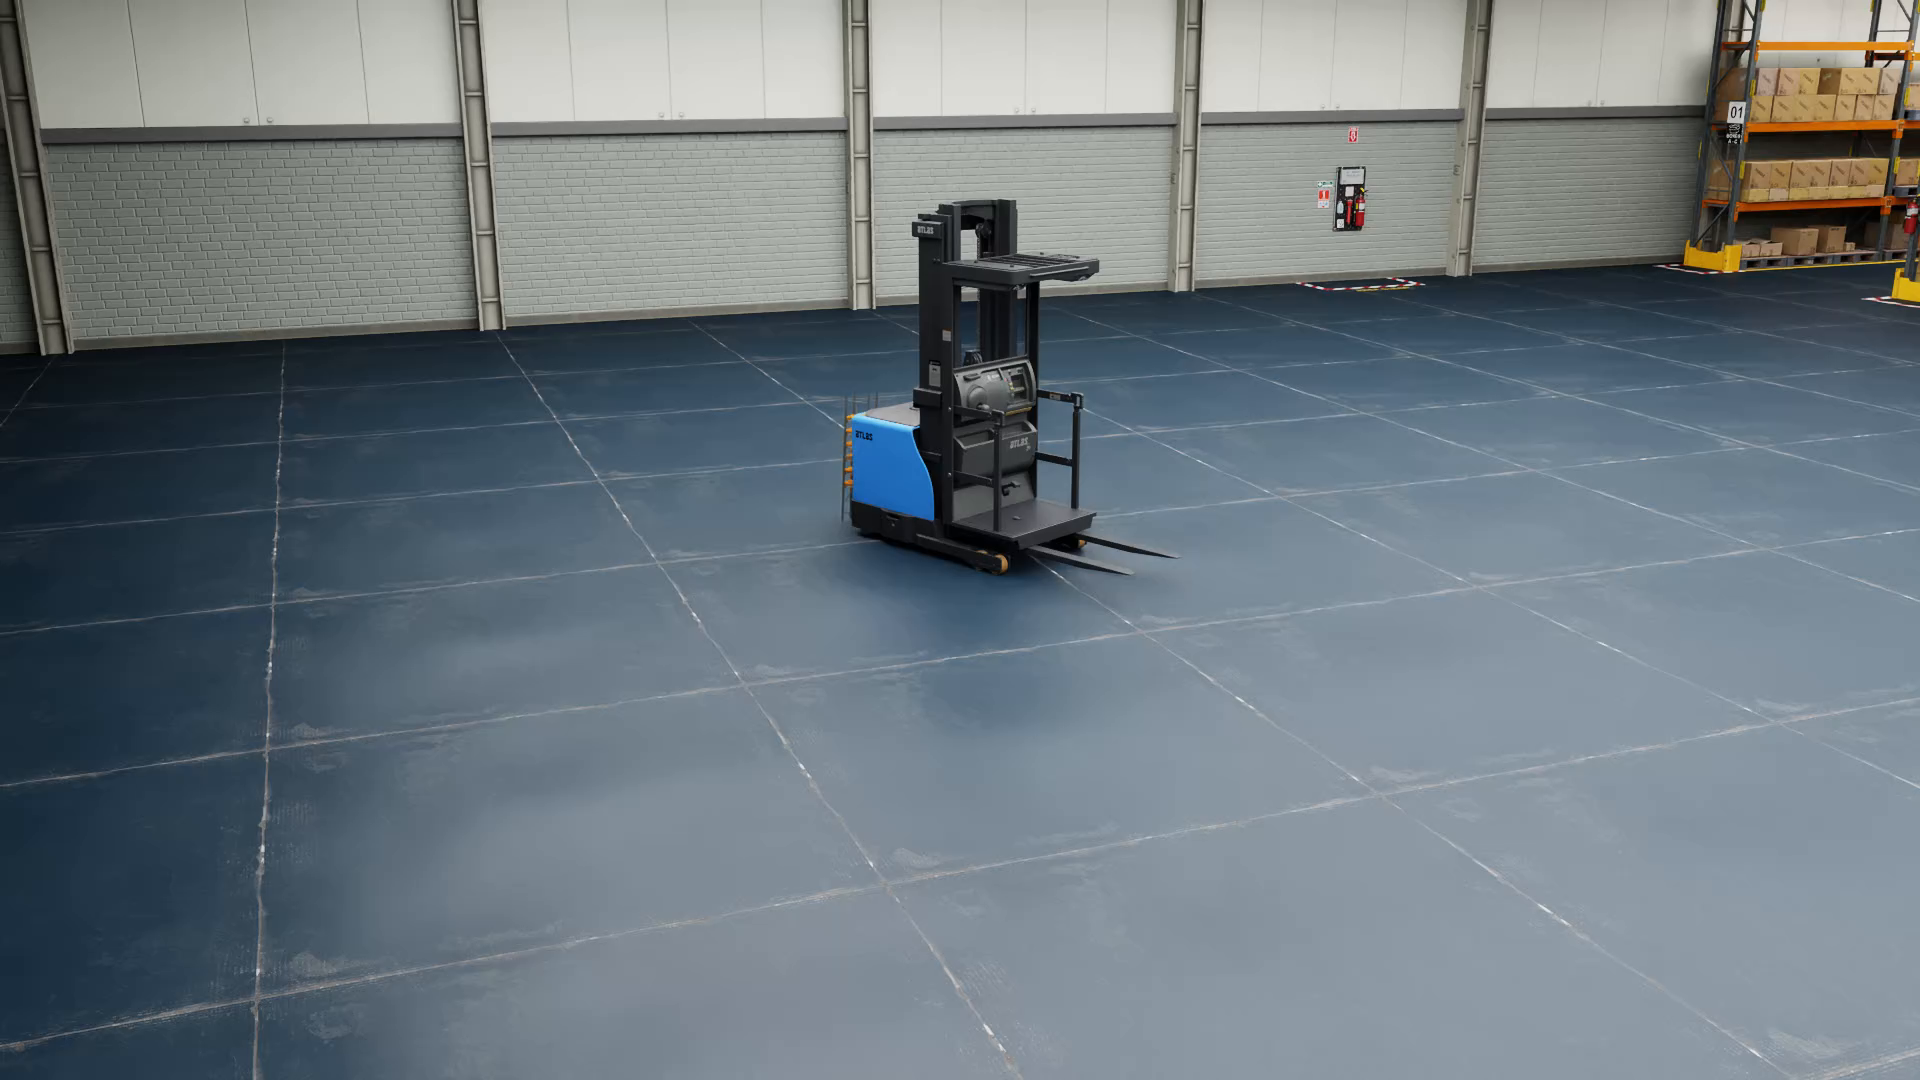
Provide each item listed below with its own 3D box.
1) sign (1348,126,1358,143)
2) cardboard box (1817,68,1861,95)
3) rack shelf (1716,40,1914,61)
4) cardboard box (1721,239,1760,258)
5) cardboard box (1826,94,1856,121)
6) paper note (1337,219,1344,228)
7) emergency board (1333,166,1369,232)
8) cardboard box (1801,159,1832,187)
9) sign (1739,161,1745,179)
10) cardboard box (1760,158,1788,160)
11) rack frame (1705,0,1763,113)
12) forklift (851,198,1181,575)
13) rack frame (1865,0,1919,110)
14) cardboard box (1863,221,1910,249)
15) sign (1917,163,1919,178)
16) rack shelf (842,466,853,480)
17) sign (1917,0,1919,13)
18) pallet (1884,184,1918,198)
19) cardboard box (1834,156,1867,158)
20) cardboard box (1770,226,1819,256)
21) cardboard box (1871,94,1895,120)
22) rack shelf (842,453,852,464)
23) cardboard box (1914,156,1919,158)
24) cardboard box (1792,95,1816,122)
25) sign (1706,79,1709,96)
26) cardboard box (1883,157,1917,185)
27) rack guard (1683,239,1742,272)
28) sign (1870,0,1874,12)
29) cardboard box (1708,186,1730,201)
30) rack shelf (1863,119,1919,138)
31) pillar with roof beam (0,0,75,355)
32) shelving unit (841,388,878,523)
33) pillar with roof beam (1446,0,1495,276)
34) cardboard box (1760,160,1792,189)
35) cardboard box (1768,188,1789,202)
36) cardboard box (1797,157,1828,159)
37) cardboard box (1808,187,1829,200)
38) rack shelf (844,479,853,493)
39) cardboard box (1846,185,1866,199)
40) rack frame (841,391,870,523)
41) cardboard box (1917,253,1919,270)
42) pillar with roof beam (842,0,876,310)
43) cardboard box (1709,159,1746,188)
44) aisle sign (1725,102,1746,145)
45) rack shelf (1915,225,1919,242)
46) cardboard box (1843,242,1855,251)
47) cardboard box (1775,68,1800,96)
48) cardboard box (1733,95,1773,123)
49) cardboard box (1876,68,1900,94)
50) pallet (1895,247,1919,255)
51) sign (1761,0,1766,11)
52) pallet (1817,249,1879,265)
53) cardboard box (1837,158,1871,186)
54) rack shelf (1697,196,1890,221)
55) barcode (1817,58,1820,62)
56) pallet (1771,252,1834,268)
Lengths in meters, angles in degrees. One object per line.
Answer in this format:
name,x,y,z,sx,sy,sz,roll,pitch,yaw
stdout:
sign,7.200,-7.425,30.444,0.199,0.298,0.001,-6,17,-20
cardboard box,17.196,-8.978,32.535,0.500,0.500,0.500,-7,18,-22
rack shelf,16.691,-9.566,32.487,4.000,0.370,1.077,-6,17,-20
cardboard box,15.501,-5.800,33.017,0.500,0.311,0.500,-8,18,-26
cardboard box,17.195,-8.504,32.696,0.500,0.500,0.500,-7,18,-22
paper note,7.053,-5.865,30.810,0.142,0.148,0.016,-6,17,-20
emergency board,7.243,-6.287,30.685,0.643,1.169,0.194,-6,17,-20
cardboard box,16.804,-7.252,32.871,0.500,0.500,0.500,-6,17,-18
sign,15.018,-7.106,31.935,0.005,0.325,0.100,-6,17,-20
cardboard box,16.142,-7.335,33.154,0.500,0.500,0.500,-7,18,-22
rack frame,14.823,-9.712,31.698,0.127,3.000,1.000,-6,17,-20
forklift,0.452,-1.286,13.774,3.031,2.935,1.130,15,22,41
rack frame,18.558,-10.115,33.071,0.127,3.000,1.000,-6,17,-20
cardboard box,19.240,-6.327,34.475,0.500,0.500,0.700,-6,17,-18
sign,16.418,-6.343,28.401,0.005,0.325,0.100,-6,17,-20
rack shelf,-0.913,-0.593,15.038,0.258,0.103,0.180,7,14,19
sign,18.735,-10.456,32.436,0.005,0.325,0.100,-6,17,-20
pallet,19.324,-7.183,34.076,1.213,0.211,1.003,-6,17,-20
cardboard box,18.045,-7.541,33.855,0.500,0.500,0.500,-7,18,-21
cardboard box,16.737,-6.009,33.393,0.500,0.500,0.700,-7,18,-24
cardboard box,18.173,-8.617,33.081,0.500,0.500,0.500,-6,17,-19
rack shelf,-0.907,-0.709,15.010,0.258,0.103,0.180,7,14,19
cardboard box,20.174,-7.667,34.424,0.500,0.500,0.700,-4,17,-12
cardboard box,16.223,-8.396,32.329,0.500,0.500,0.500,-5,17,-18
sign,14.643,-8.845,32.500,0.005,0.325,0.100,-6,17,-20
cardboard box,19.046,-7.538,33.985,0.500,0.500,0.700,-6,17,-20
rack guard,14.894,-5.641,32.922,0.348,0.500,1.175,-6,17,-20
sign,18.354,-10.784,33.413,0.005,0.325,0.100,-6,17,-20
cardboard box,15.190,-6.869,32.896,0.500,0.250,0.500,-6,17,-19
rack shelf,20.426,-8.532,34.282,4.000,0.370,1.077,-6,17,-20
pillar with roof beam,-11.306,-5.852,18.557,0.400,9.000,9.100,-6,17,-20
shelving unit,-0.905,-0.752,15.000,0.258,1.200,0.189,7,14,19
pillar with roof beam,11.105,-8.272,26.796,0.400,9.000,9.100,-6,17,-20
cardboard box,15.842,-7.147,32.511,0.500,0.500,0.500,-6,17,-20
cardboard box,15.872,-6.792,32.636,0.500,0.250,0.500,-7,18,-22
cardboard box,17.093,-7.441,33.515,0.500,0.500,0.500,-6,17,-19
cardboard box,16.823,-6.893,32.977,0.500,0.250,0.500,-6,17,-20
rack shelf,-0.918,-0.476,15.066,0.258,0.103,0.180,7,14,19
cardboard box,17.756,-6.998,33.337,0.500,0.250,0.500,-6,17,-20
rack frame,-0.936,-0.734,14.916,0.240,1.200,0.006,7,14,19
cardboard box,16.994,-4.904,28.780,0.500,0.500,0.500,-6,17,-20
pillar with roof beam,-0.100,-7.062,22.676,0.400,9.000,9.100,-6,17,-20
cardboard box,15.187,-7.234,32.808,0.500,0.500,0.500,-6,18,-21
aisle sign,14.863,-7.994,31.884,0.004,0.787,0.394,-6,17,-20
rack shelf,18.467,-5.387,28.894,4.000,0.370,1.077,-6,17,-20
cardboard box,18.070,-6.026,34.043,0.250,0.166,0.380,-9,18,-27
cardboard box,15.756,-8.822,32.005,0.500,0.500,0.500,-6,18,-21
cardboard box,15.225,-8.298,31.995,0.500,0.500,0.500,-6,17,-19
cardboard box,18.188,-9.091,32.921,0.500,0.500,0.500,-8,18,-25
pallet,20.426,-6.101,35.001,1.213,0.211,1.003,-6,17,-20
sign,15.017,-10.055,31.069,0.005,0.325,0.100,-6,17,-20
pallet,17.944,-5.821,34.047,1.213,0.211,1.003,-6,17,-20
cardboard box,17.764,-7.353,33.213,0.500,0.500,0.500,-6,17,-20
rack shelf,16.691,-6.690,33.331,4.000,0.370,1.077,-6,17,-20
barcode,17.107,-9.560,33.134,0.075,0.075,0.001,-6,17,-20
pallet,16.803,-5.697,33.625,1.213,0.211,1.003,-6,17,-20
